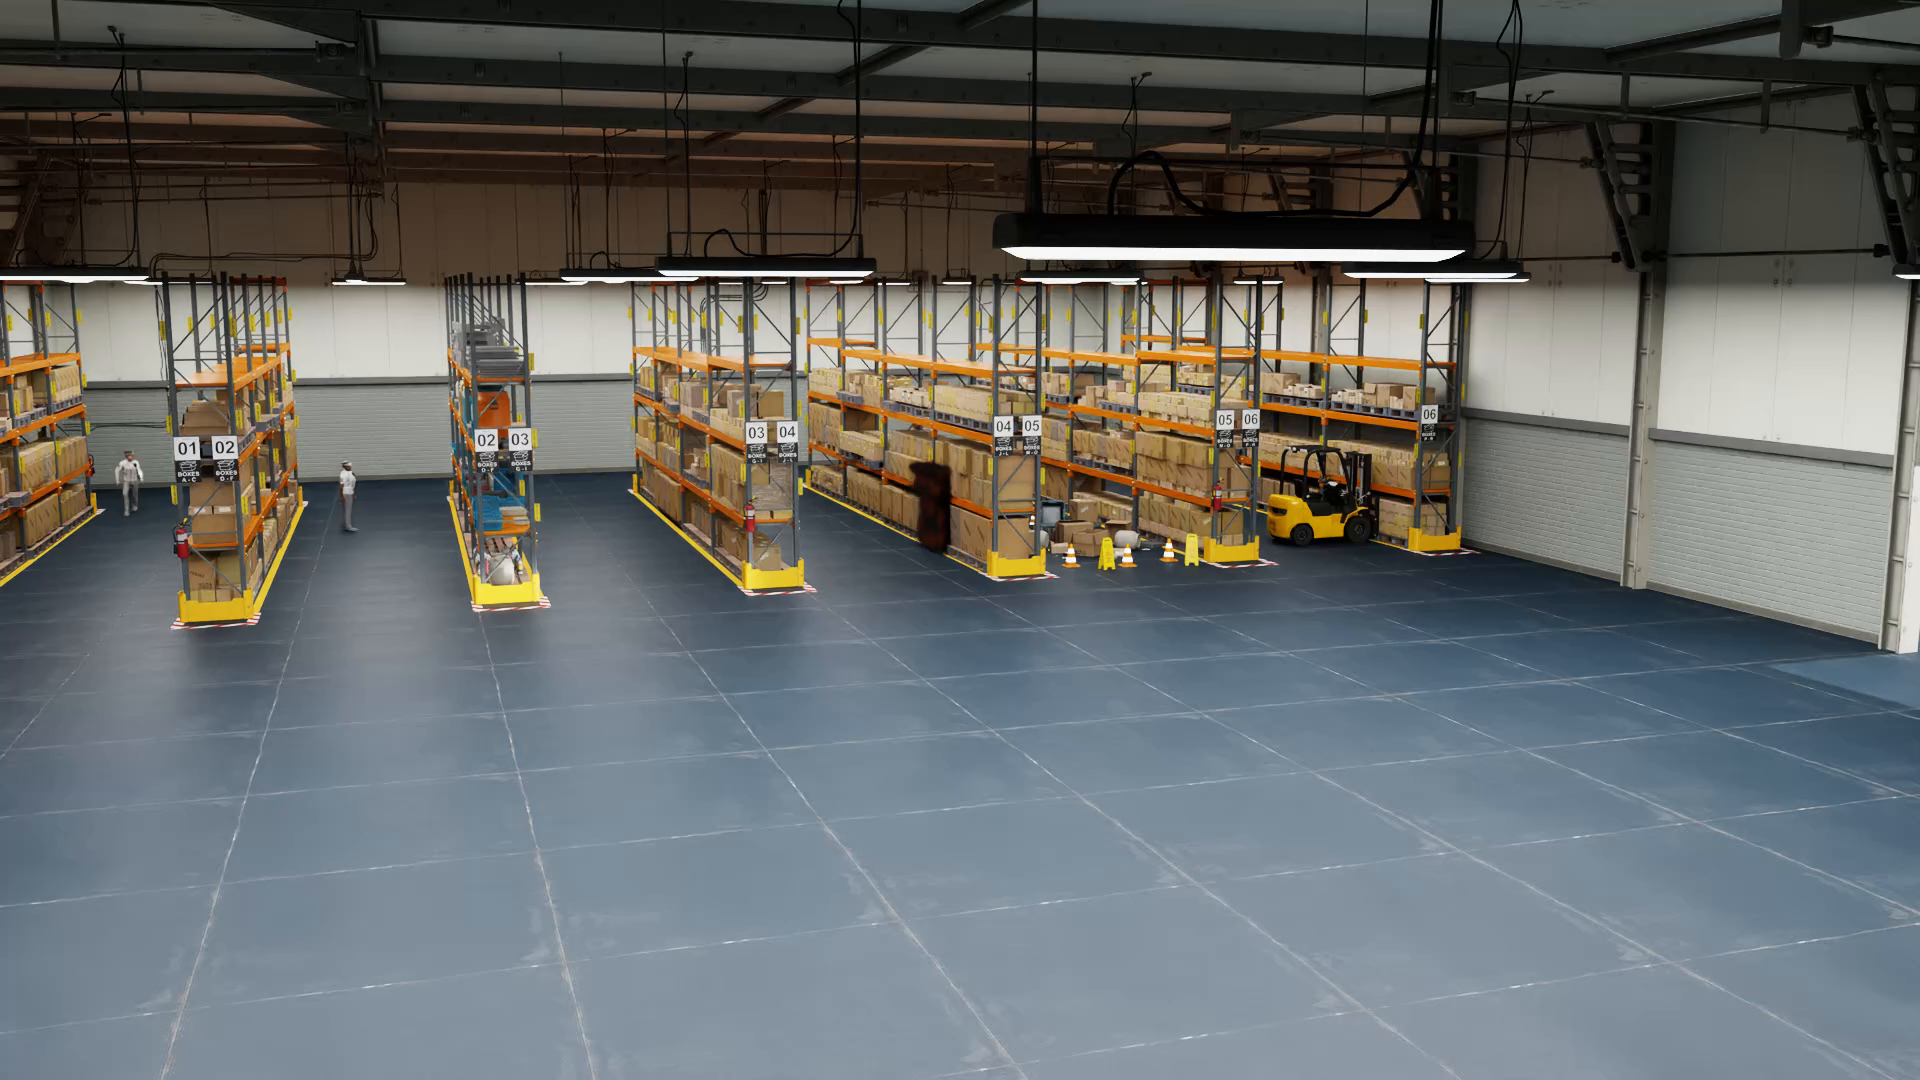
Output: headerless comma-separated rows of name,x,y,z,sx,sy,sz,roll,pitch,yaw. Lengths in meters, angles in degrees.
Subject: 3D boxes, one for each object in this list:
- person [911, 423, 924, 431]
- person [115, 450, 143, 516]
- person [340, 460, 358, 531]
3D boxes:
person,-1.331,-2.860,51.177,0.865,1.725,0.579,-5,10,-30
person,-21.229,-1.476,42.528,0.668,1.654,0.948,-3,9,-18
person,-14.580,-1.071,39.648,0.421,1.686,0.462,-2,9,-12
